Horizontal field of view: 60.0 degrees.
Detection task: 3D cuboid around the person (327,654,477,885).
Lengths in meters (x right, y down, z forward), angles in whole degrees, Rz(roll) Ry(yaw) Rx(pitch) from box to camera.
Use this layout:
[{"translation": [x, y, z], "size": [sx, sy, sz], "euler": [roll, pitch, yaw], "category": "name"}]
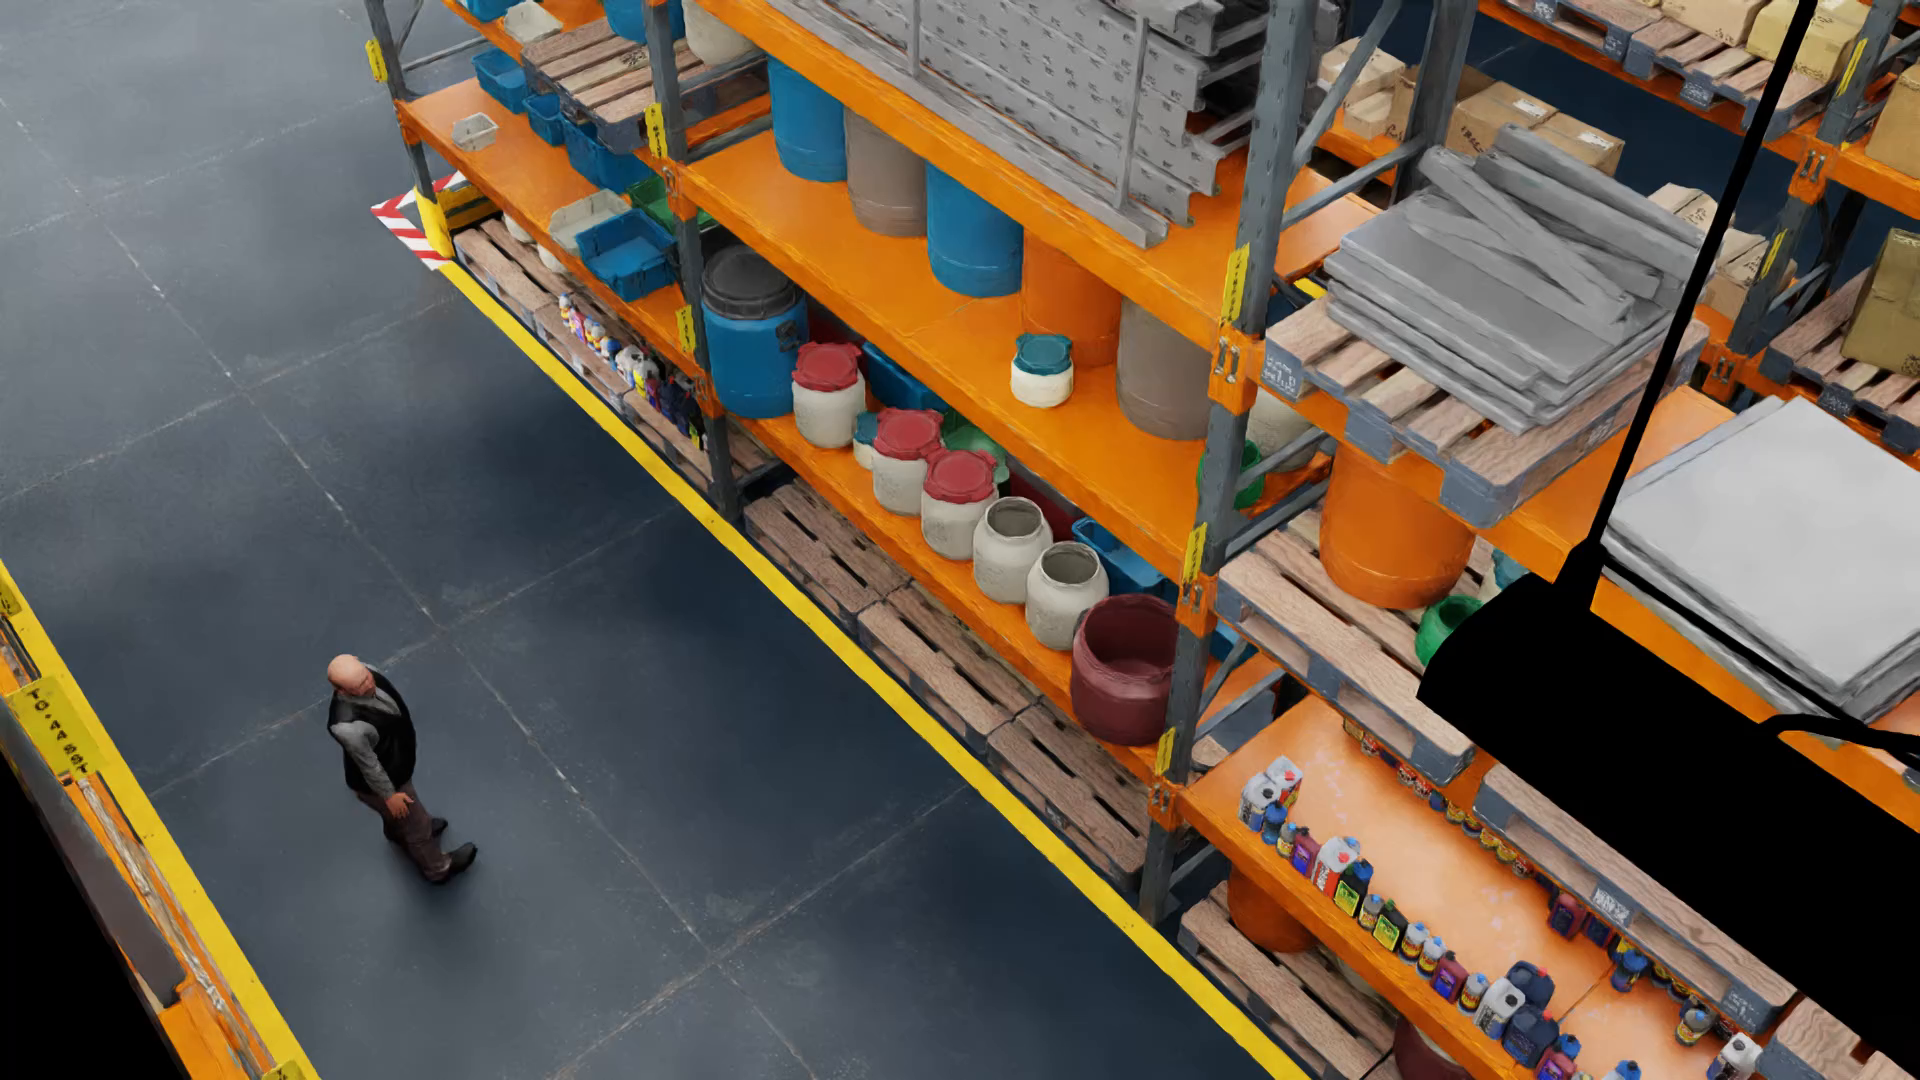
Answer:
[{"translation": [-2.944, 1.158, 8.679], "size": [0.499, 1.724, 0.578], "euler": [-7, 47, -6], "category": "person"}]
